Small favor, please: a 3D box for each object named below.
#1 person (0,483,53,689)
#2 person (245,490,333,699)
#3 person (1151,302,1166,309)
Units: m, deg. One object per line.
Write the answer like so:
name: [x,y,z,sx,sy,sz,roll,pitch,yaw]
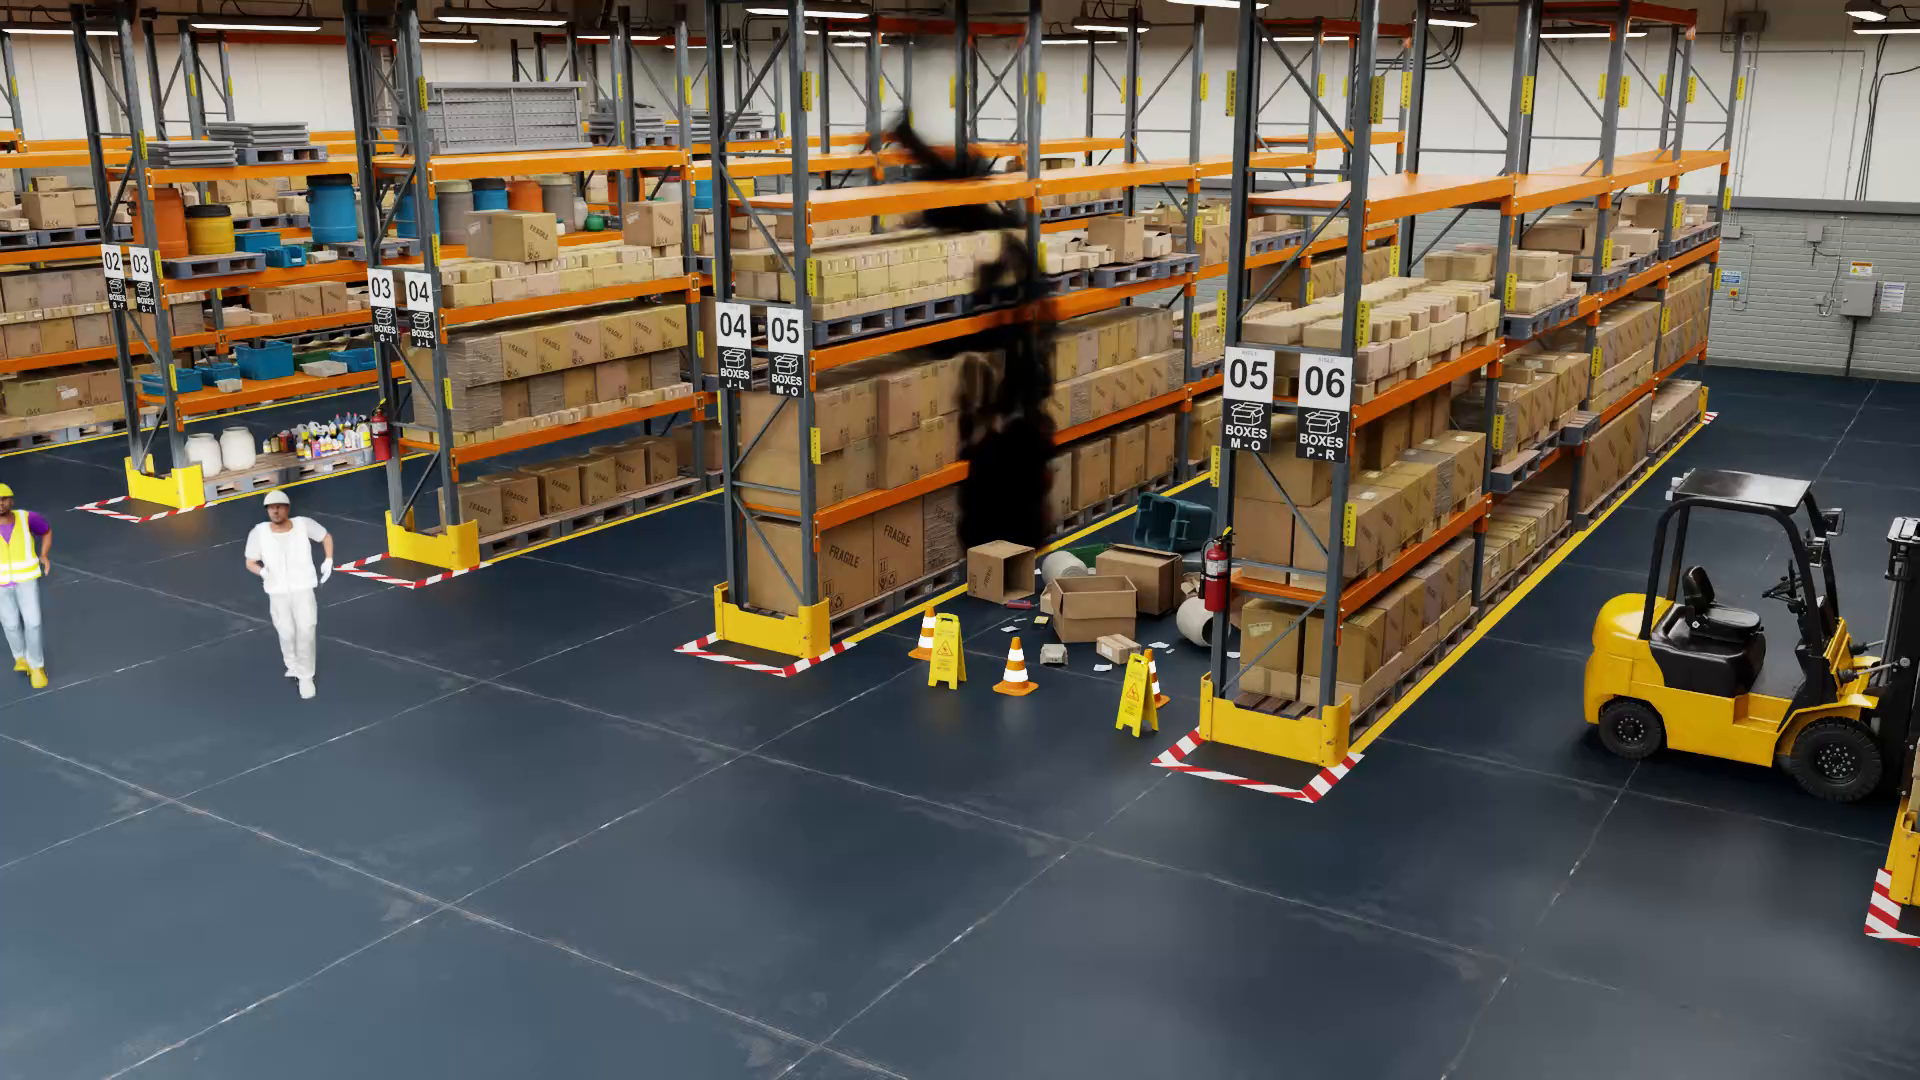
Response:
person: [-8.258,0.394,14.521,0.674,1.825,0.717,-8,17,-25]
person: [-5.763,0.454,14.353,0.691,1.810,0.750,-4,16,-15]
person: [3.086,-2.810,26.045,0.662,1.840,0.863,12,20,37]
